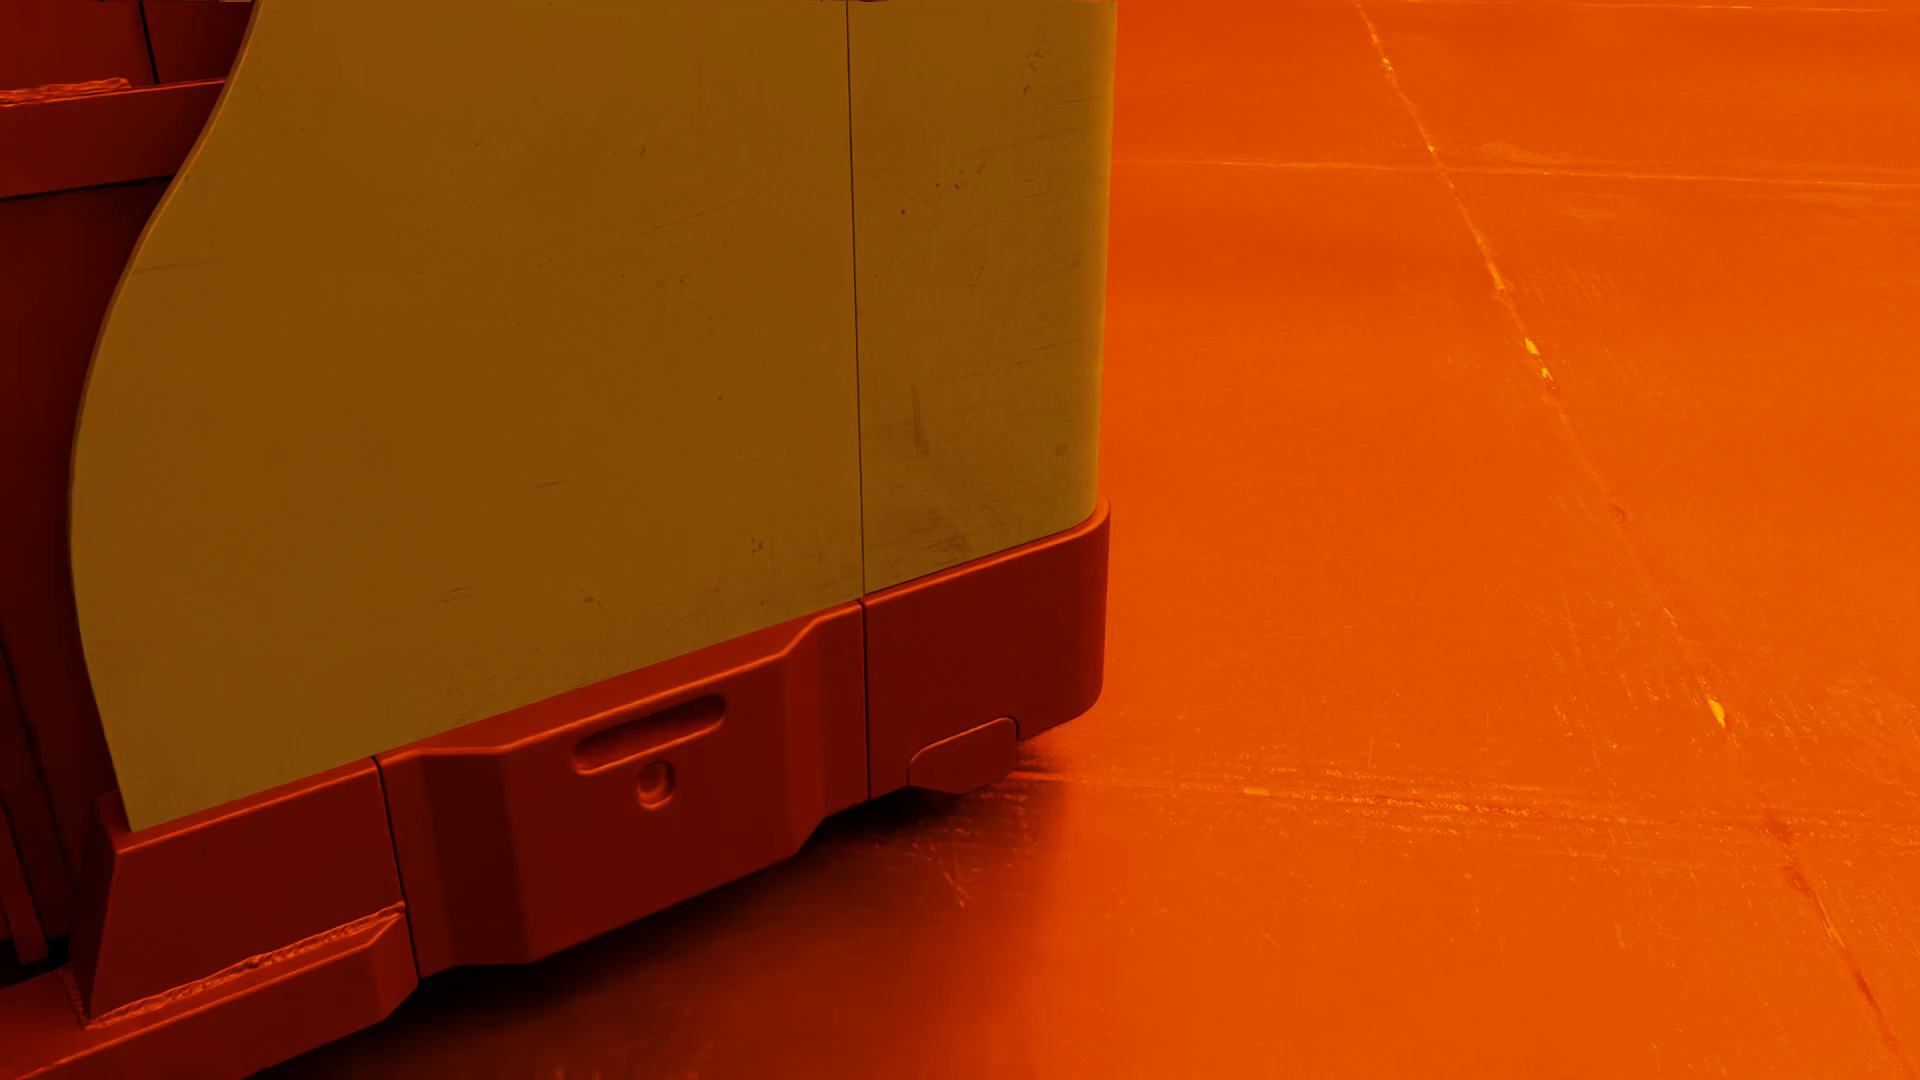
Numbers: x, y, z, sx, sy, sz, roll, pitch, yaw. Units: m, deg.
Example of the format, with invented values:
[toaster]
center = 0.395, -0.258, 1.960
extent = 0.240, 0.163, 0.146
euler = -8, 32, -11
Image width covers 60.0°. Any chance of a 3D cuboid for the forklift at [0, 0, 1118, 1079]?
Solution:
[forklift]
center = -1.328, -0.867, 0.955
extent = 3.031, 2.935, 1.130
euler = -17, 31, -31
